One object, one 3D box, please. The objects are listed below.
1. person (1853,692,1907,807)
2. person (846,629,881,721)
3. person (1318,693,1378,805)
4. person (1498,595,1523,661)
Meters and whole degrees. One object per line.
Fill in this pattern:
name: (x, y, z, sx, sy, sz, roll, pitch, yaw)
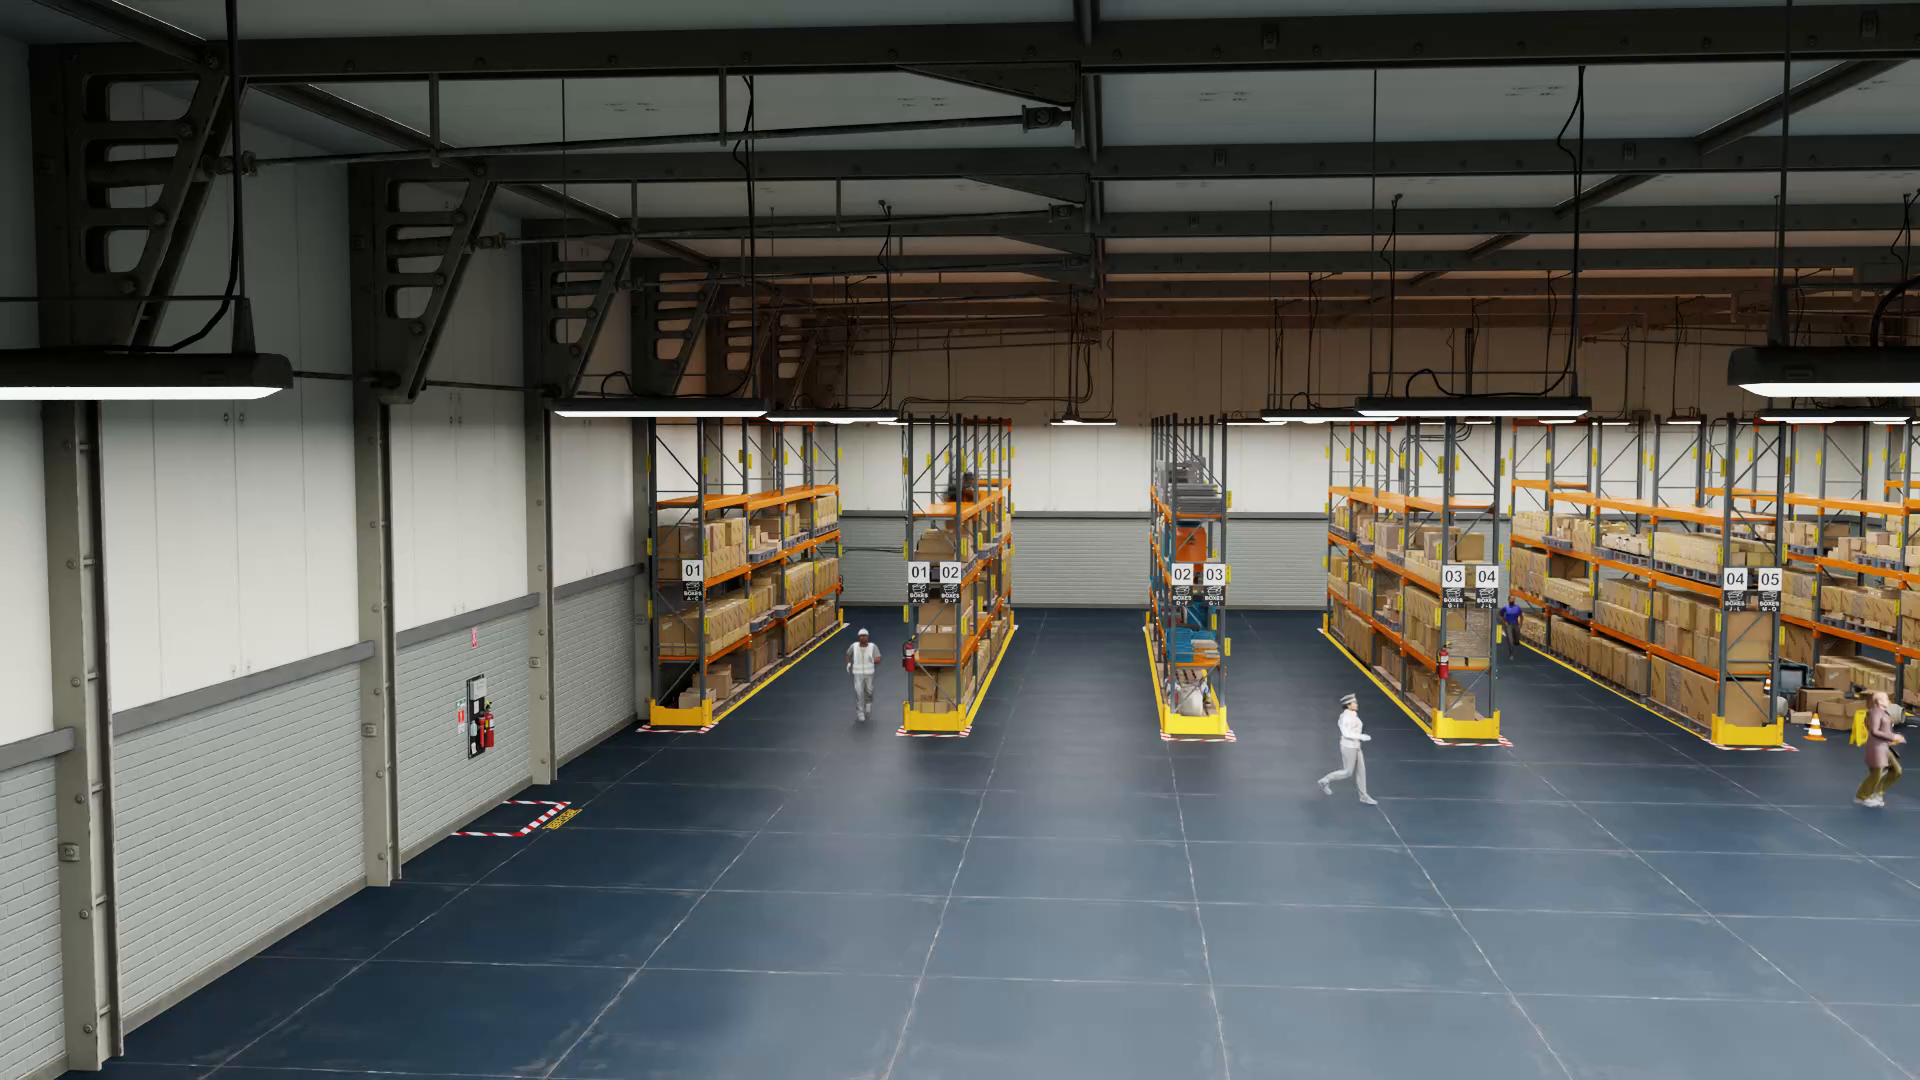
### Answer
person: (13.855, 3.167, 25.008, 0.718, 1.773, 0.700, 3, 5, 42)
person: (-1.892, 2.625, 32.623, 0.693, 1.762, 0.986, 0, 4, -5)
person: (5.925, 3.168, 25.333, 0.901, 1.693, 0.616, 2, 4, 23)
person: (13.643, 2.169, 41.213, 0.562, 1.609, 0.704, 0, 4, 2)
